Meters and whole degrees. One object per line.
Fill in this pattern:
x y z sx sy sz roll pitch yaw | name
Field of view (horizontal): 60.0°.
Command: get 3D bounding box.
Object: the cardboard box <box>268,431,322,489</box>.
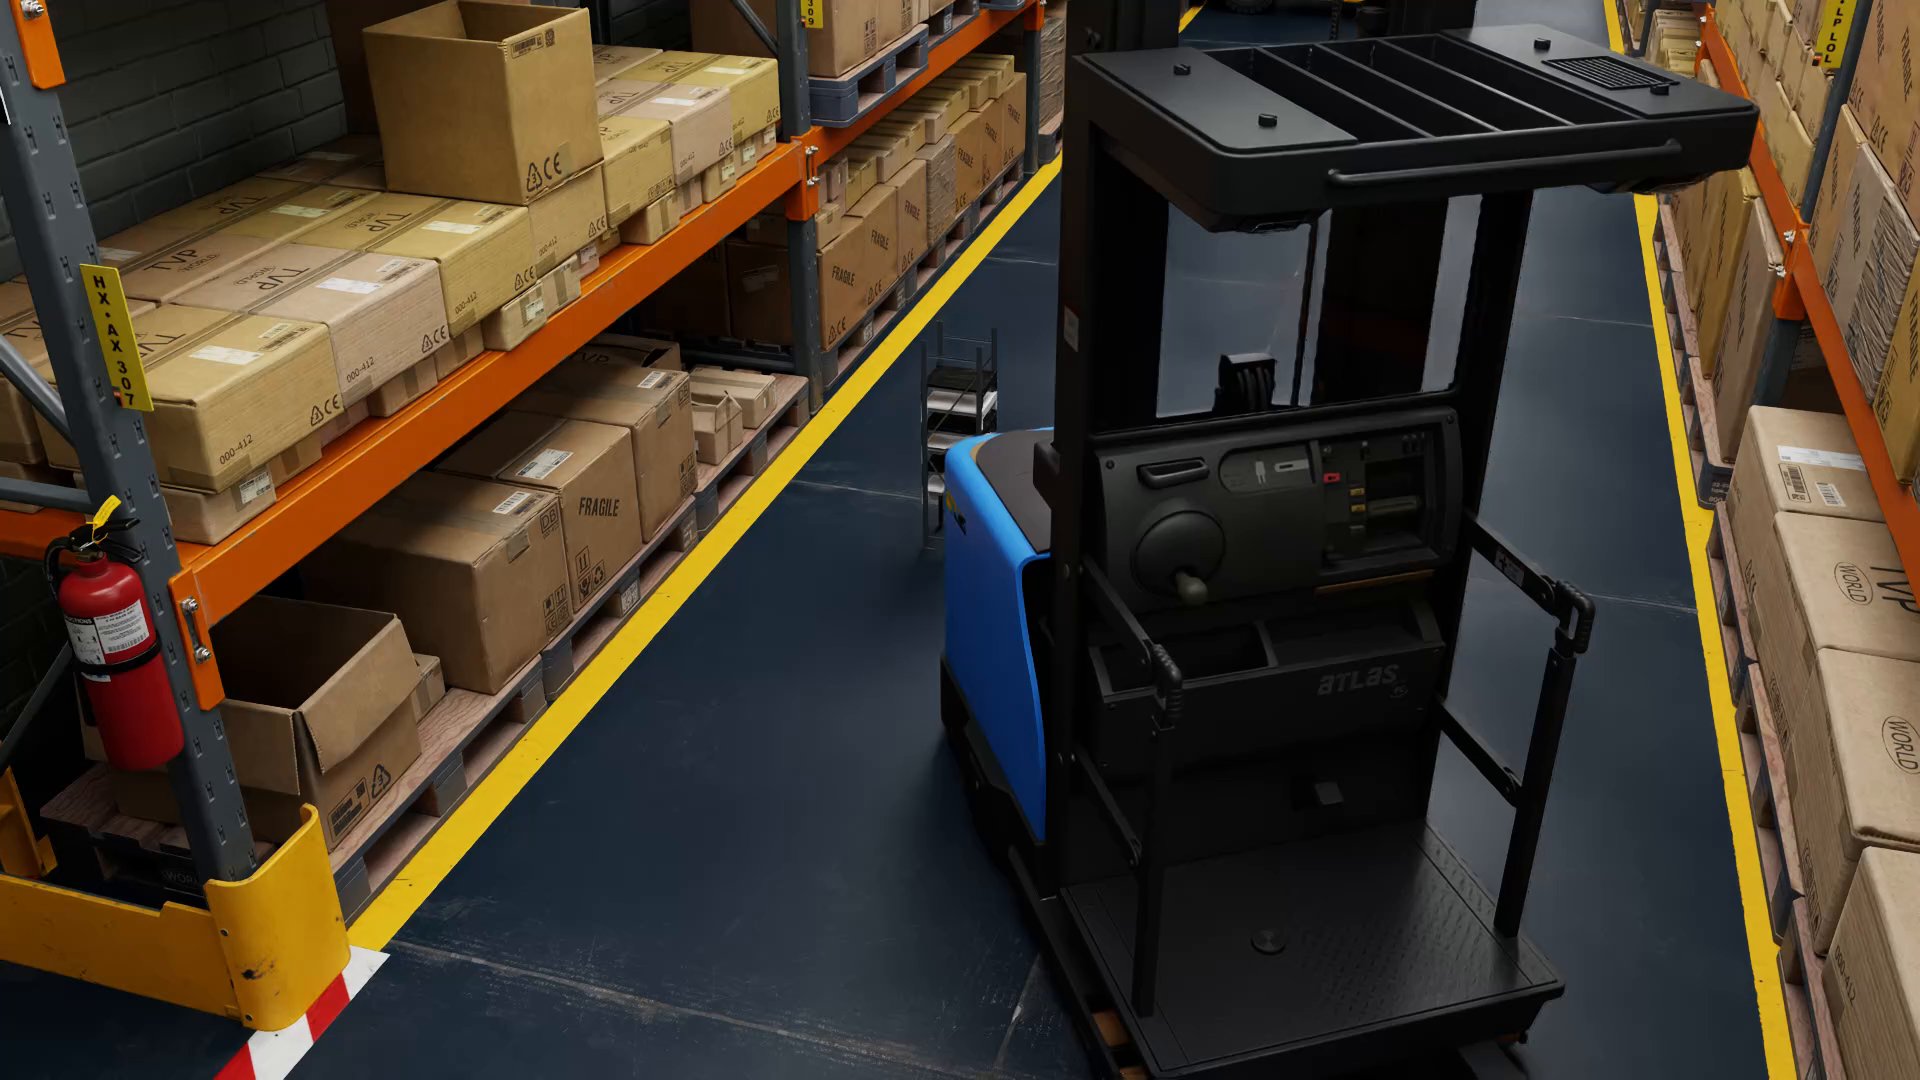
-1.928 -0.256 4.383 0.380 0.149 0.250 9 30 16 | cardboard box

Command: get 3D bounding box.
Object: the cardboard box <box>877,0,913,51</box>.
-0.635 -2.647 7.888 0.700 0.500 0.500 9 30 15 | cardboard box

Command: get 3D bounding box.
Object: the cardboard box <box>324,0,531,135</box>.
-1.835 -1.724 5.841 0.500 0.500 0.500 8 30 13 | cardboard box

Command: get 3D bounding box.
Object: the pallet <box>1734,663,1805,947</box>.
2.949 0.850 5.005 1.003 0.211 1.213 8 30 15 | pallet

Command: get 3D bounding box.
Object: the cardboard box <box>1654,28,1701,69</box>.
5.592 -3.454 12.144 0.950 0.372 0.625 10 31 18 | cardboard box

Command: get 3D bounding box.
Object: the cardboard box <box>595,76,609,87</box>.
-1.687 -1.625 6.434 0.500 0.250 0.500 8 30 14 | cardboard box

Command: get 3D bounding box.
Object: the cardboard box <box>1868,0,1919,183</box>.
3.078 -1.340 4.941 0.500 0.500 0.500 8 30 14 | cardboard box

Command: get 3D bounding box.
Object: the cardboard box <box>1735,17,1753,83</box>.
4.100 -2.397 8.128 0.500 0.250 0.500 9 30 17 | cardboard box

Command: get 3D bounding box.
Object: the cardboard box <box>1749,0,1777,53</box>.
3.920 -2.387 7.596 0.500 0.250 0.500 9 30 16 | cardboard box

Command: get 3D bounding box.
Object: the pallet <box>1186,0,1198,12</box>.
1.835 -5.418 16.272 1.003 0.211 1.213 8 30 15 | pallet

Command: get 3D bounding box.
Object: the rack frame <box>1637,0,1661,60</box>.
5.951 -4.997 12.648 1.000 3.000 0.127 8 30 15 | rack frame

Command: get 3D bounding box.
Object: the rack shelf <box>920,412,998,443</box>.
-0.002 -0.439 6.497 0.258 0.077 0.200 8 30 15 | rack shelf

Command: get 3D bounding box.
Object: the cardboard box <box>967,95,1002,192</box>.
-0.045 -2.478 10.258 0.500 0.500 0.500 8 30 14 | cardboard box

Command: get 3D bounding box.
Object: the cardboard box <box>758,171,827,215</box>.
-0.841 -1.628 7.757 0.380 0.149 0.250 8 30 14 | cardboard box

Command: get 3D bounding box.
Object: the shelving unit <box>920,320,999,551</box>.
-0.002 -0.389 6.524 0.258 0.900 0.210 8 30 15 | shelving unit

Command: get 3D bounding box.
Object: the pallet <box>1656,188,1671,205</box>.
5.008 -2.283 10.636 1.003 0.211 1.213 8 30 15 | pallet

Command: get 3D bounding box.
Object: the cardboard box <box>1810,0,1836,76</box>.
3.494 -2.004 6.135 0.500 0.500 0.500 9 30 16 | cardboard box

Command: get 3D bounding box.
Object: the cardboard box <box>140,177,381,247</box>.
-2.134 -0.912 5.152 0.500 0.250 0.500 9 30 16 | cardboard box

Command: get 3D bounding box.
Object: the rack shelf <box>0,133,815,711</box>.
-1.730 -0.742 5.739 1.077 0.370 4.000 8 30 15 | rack shelf

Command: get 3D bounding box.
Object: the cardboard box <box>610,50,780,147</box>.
-1.059 -1.779 6.711 0.500 0.250 0.500 9 30 16 | cardboard box

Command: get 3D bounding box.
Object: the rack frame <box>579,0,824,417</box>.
-1.143 -1.986 7.235 1.000 3.000 0.127 8 30 15 | rack frame

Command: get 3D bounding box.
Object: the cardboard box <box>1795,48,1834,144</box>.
3.500 -1.672 6.310 0.500 0.250 0.500 8 30 15 | cardboard box

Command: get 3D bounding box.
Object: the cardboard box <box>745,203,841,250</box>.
-0.783 -1.489 7.814 0.380 0.149 0.250 10 31 17 | cardboard box

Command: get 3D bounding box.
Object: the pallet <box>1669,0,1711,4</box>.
4.884 -3.401 9.975 1.213 0.211 1.003 8 30 15 | pallet

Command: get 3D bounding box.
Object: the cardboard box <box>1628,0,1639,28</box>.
6.015 -4.541 14.224 0.500 0.250 0.500 8 30 14 | cardboard box

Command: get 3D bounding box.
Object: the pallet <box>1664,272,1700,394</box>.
4.114 -0.999 8.329 1.003 0.211 1.213 8 30 15 | pallet

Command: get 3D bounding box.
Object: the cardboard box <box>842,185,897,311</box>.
-0.639 -1.519 8.534 0.500 0.500 0.500 8 30 14 | cardboard box

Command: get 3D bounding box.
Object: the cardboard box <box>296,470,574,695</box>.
-1.759 0.119 5.589 0.700 0.500 0.500 10 31 17 | cardboard box

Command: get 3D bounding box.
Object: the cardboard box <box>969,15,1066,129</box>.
0.227 -3.279 11.569 0.875 0.625 0.625 9 30 16 | cardboard box

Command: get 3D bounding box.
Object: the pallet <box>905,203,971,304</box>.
-0.584 -1.720 9.624 1.003 0.211 1.213 8 30 15 | pallet

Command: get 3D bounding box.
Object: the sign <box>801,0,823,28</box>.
-0.622 -2.291 6.891 0.100 0.325 0.005 8 30 15 | sign

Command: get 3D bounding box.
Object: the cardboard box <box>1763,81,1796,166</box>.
3.644 -1.695 6.866 0.500 0.250 0.500 8 30 14 | cardboard box

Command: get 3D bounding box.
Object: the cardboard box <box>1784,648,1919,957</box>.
2.788 0.768 4.487 0.875 0.438 0.875 9 30 16 | cardboard box

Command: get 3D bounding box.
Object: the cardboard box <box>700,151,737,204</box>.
-1.104 -1.444 6.518 0.380 0.149 0.250 9 30 16 | cardboard box

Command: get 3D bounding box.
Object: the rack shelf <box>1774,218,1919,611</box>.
3.016 -0.036 4.469 1.077 0.370 4.000 8 30 15 | rack shelf

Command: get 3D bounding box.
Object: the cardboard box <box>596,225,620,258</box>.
-1.438 -1.099 5.898 0.380 0.149 0.250 9 30 16 | cardboard box

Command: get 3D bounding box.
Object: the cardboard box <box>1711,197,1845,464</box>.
3.709 -0.834 6.917 0.875 0.875 0.875 9 30 16 | cardboard box

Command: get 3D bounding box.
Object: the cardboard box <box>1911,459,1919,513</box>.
2.621 -0.198 3.917 0.500 0.500 0.500 9 30 16 | cardboard box

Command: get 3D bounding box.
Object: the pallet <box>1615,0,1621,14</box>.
6.831 -5.230 15.934 1.003 0.211 1.213 8 30 15 | pallet

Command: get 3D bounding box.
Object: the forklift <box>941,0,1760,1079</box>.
0.836 -0.031 3.790 1.130 2.935 3.031 -8 30 -14 | forklift

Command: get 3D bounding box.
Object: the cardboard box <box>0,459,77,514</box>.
-2.477 -0.210 4.300 0.380 0.149 0.250 8 30 14 | cardboard box

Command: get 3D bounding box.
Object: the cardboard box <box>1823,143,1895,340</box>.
3.063 -0.909 5.196 0.500 0.500 0.500 9 30 15 | cardboard box

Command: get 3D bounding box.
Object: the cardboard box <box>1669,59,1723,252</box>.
4.495 -2.084 9.165 0.875 0.875 0.875 8 30 14 | cardboard box

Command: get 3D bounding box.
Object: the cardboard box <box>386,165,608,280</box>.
-1.503 -1.075 5.445 0.500 0.250 0.500 8 30 14 | cardboard box

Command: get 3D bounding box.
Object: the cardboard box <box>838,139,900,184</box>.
-0.535 -1.990 8.714 0.380 0.149 0.250 8 30 15 | cardboard box

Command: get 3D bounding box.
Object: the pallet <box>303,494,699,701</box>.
-1.702 0.120 6.317 1.003 0.211 1.213 8 30 15 | pallet

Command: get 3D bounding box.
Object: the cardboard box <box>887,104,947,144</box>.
-0.288 -2.342 9.346 0.380 0.149 0.250 7 30 12 | cardboard box

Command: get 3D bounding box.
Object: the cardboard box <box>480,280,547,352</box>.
-1.533 -0.723 5.222 0.380 0.149 0.250 8 30 13 | cardboard box

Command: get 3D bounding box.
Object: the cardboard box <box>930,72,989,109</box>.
-0.042 -2.707 10.002 0.380 0.149 0.250 7 30 13 | cardboard box

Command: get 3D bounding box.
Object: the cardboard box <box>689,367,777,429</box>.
-1.026 -0.623 7.285 0.380 0.149 0.250 8 30 13 | cardboard box

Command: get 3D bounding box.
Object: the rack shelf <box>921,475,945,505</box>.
-0.002 -0.203 6.628 0.258 0.077 0.200 8 30 15 | rack shelf

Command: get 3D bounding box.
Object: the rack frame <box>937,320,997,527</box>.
0.027 -0.437 6.609 0.240 0.900 0.006 8 30 15 | rack frame
